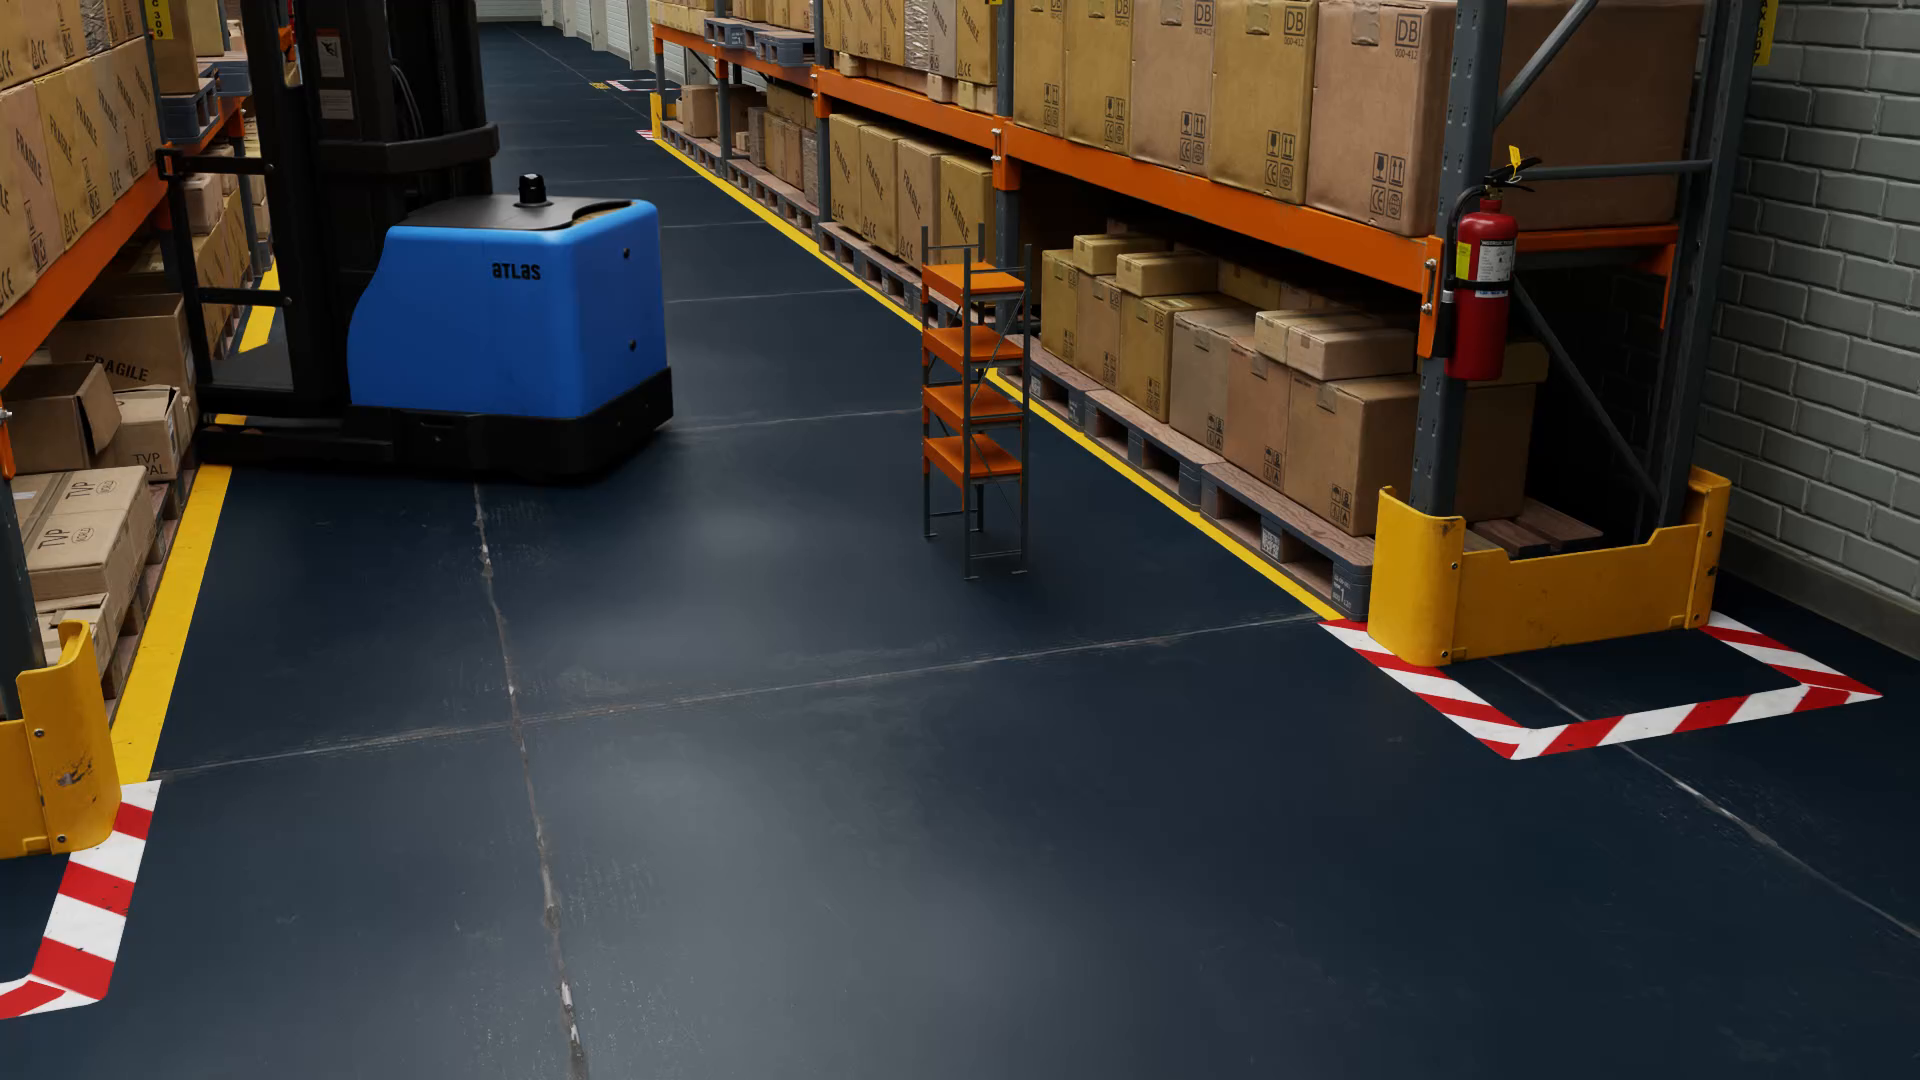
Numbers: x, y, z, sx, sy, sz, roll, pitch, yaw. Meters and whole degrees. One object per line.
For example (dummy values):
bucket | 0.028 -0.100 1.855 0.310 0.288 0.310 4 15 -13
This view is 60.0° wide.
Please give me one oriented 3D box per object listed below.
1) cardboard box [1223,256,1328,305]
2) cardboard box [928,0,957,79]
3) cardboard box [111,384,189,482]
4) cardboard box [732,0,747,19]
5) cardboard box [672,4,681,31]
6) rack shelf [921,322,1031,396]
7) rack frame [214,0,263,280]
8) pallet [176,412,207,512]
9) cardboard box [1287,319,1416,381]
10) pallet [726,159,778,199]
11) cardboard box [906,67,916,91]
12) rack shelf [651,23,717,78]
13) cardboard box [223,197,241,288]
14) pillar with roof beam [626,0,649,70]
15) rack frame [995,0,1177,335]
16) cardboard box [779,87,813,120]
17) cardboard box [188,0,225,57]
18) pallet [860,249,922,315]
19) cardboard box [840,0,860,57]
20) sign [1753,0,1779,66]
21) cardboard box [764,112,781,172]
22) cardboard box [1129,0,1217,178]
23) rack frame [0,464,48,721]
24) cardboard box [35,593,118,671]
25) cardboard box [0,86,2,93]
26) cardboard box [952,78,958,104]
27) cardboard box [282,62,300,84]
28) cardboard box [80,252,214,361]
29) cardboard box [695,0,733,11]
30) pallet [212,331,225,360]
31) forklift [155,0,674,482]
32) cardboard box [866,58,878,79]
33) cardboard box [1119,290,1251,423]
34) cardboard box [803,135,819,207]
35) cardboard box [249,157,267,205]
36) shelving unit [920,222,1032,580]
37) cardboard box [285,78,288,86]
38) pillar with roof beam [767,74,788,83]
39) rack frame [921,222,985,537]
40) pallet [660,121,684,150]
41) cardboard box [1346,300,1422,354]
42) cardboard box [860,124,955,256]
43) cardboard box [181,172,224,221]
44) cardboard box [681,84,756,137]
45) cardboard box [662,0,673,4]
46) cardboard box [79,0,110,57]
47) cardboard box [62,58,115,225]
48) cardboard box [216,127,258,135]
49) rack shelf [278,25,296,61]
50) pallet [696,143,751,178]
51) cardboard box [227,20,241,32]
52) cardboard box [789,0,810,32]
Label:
cardboard box | 1.376 -1.135 7.256 0.380 0.149 0.250 -7 21 -18
cardboard box | 0.130 -2.890 9.407 0.500 0.500 0.500 -6 21 -17
cardboard box | -3.333 -0.430 6.503 0.500 0.311 0.500 -6 21 -17
cardboard box | -1.703 -5.064 15.278 0.700 0.500 0.500 -6 21 -17
cardboard box | -2.748 -5.517 17.531 0.500 0.250 0.500 -6 21 -17
rack shelf | 0.052 -0.659 6.013 0.258 0.148 0.480 -6 21 -17
rack frame | -5.275 -3.165 10.792 1.000 3.000 0.127 -6 21 -17
pallet | -3.803 -0.349 7.075 1.003 0.211 1.213 -6 21 -17
cardboard box | 1.413 -0.688 6.011 0.380 0.149 0.250 -7 21 -18
pallet | -1.584 -3.414 15.610 1.003 0.211 1.213 -6 21 -17
cardboard box | -0.121 -2.878 10.333 0.380 0.149 0.250 -6 21 -15
rack shelf | -2.459 -5.280 17.742 1.077 0.370 4.000 -6 21 -17
cardboard box | -4.596 -1.755 9.911 0.500 0.500 0.500 -7 21 -19
pillar with roof beam | -9.905 -12.344 27.472 9.100 9.000 0.400 -6 21 -17
rack frame | 0.684 -2.409 8.686 1.000 3.000 0.127 -6 21 -17
cardboard box | -1.275 -3.818 14.546 0.500 0.250 0.500 -7 21 -19
cardboard box | -4.970 -3.220 10.174 0.700 0.500 0.500 -15 24 -35
pallet | -0.017 -1.729 10.917 1.003 0.211 1.213 -6 21 -17
cardboard box | -0.508 -3.537 11.209 0.500 0.500 0.500 -6 21 -15
sign | 2.470 -1.627 5.112 0.100 0.325 0.005 -6 21 -17
cardboard box | -1.373 -3.612 15.083 0.700 0.500 0.500 -7 21 -18
cardboard box | 1.301 -1.907 6.845 0.980 0.700 0.700 -7 21 -20
rack frame | -2.760 -0.598 3.644 1.000 3.000 0.127 -6 21 -17
cardboard box | -2.644 0.277 4.748 0.380 0.166 0.250 -6 21 -17
cardboard box | -2.649 -1.286 3.933 0.500 0.500 0.500 -6 21 -16
cardboard box | 0.169 -2.545 9.407 0.380 0.149 0.250 -6 21 -16
cardboard box | -7.338 -4.849 17.815 0.500 0.500 0.500 -6 21 -17
cardboard box | -3.938 -1.093 8.070 0.500 0.500 0.500 -7 21 -20
cardboard box | -2.273 -5.387 16.060 0.500 0.500 0.500 -6 21 -17
pallet | -4.309 -0.826 8.405 1.003 0.211 1.213 -6 21 -17
forklift | -2.922 -1.869 7.284 3.031 2.935 1.130 5 20 13
cardboard box | -0.419 -3.210 11.258 0.380 0.149 0.250 -7 21 -18
cardboard box | 1.136 -0.853 7.430 0.700 0.500 0.500 -6 21 -16
cardboard box | -0.849 -2.949 13.236 0.700 0.500 0.500 -6 21 -16
cardboard box | -5.161 -2.532 11.645 0.500 0.311 0.500 -6 21 -15
shelving unit | 0.052 -0.512 6.066 0.258 1.200 0.503 -6 21 -17
cardboard box | -6.545 -4.047 15.584 0.500 0.500 0.500 -6 21 -17
pillar with roof beam | -6.133 -8.493 16.751 9.100 9.000 0.400 -6 21 -17
rack frame | -0.025 -0.590 6.284 0.240 1.200 0.015 -6 21 -17
pallet | -2.842 -4.659 19.075 1.003 0.211 1.213 -6 21 -17
cardboard box | 1.695 -0.810 6.350 0.380 0.149 0.250 -6 21 -17
cardboard box | -0.197 -2.347 11.072 0.750 0.750 0.750 -6 21 -17
cardboard box | -4.411 -1.928 9.285 0.500 0.250 0.500 -7 21 -18
cardboard box | -2.593 -4.635 17.932 0.700 0.500 0.500 -8 21 -21
cardboard box | -2.921 -6.041 17.879 0.500 0.500 0.500 -7 21 -19
cardboard box | -3.291 -1.939 5.749 0.500 0.500 0.500 -6 21 -17
cardboard box | -3.127 -1.302 5.457 0.500 0.500 0.500 -6 21 -16
cardboard box | -5.808 -3.190 13.478 0.500 0.311 0.500 -6 21 -17
rack shelf | -7.161 -4.752 16.274 1.077 0.370 4.000 -6 21 -17
pallet | -2.075 -3.876 16.895 1.003 0.211 1.213 -6 21 -17
cardboard box | -6.336 -4.225 13.964 0.500 0.250 0.500 -5 20 -14
cardboard box | -0.932 -4.273 13.077 0.700 0.500 0.500 -8 21 -22
